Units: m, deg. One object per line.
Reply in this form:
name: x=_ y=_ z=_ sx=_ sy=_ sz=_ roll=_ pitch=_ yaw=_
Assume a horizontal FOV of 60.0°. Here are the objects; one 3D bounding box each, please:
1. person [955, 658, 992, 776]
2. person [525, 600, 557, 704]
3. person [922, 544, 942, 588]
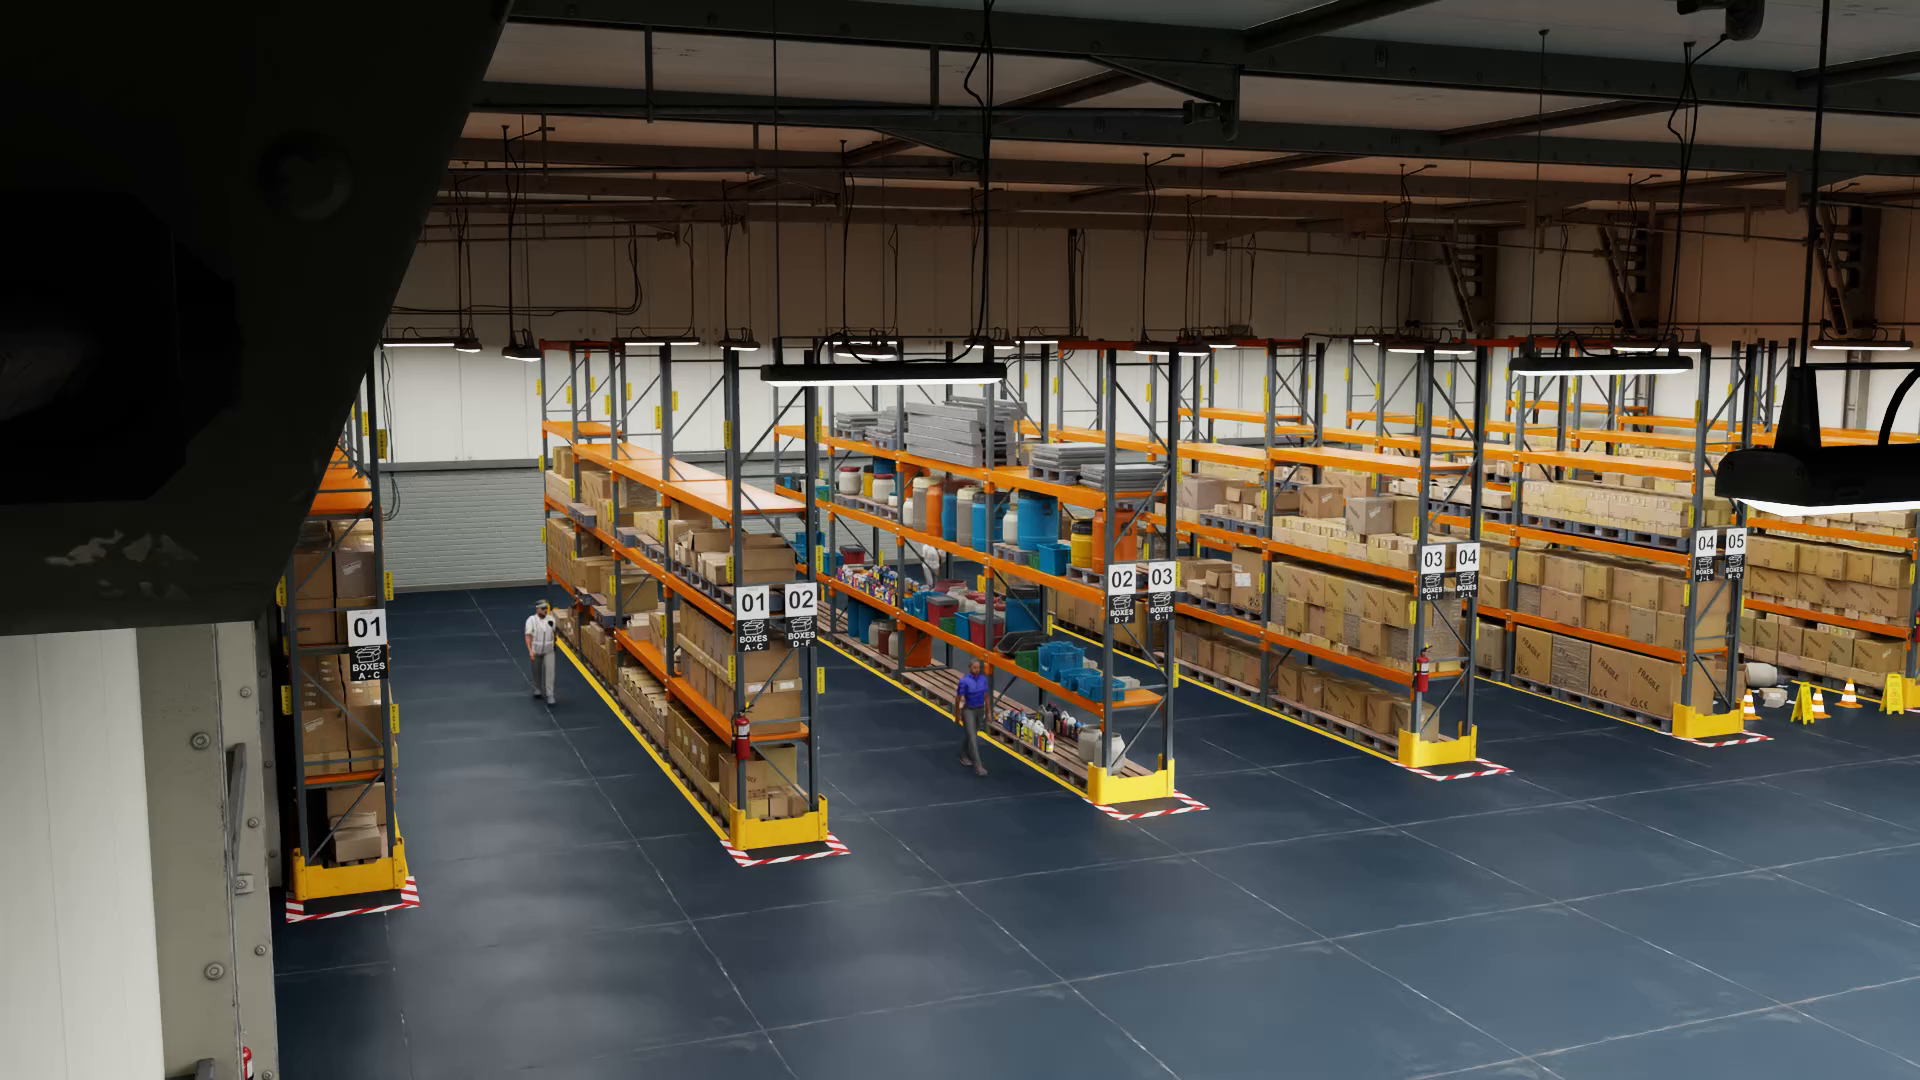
person: x=0.223 y=2.462 z=23.514 sx=0.473 sy=1.605 sz=0.977 roll=-6 pitch=9 yaw=-37
person: x=-7.022 y=1.838 z=27.878 sx=0.526 sy=1.702 sz=1.077 roll=-2 pitch=8 yaw=-18
person: x=-0.659 y=0.620 z=37.637 sx=0.456 sy=1.623 sz=0.863 roll=-3 pitch=8 yaw=-23
